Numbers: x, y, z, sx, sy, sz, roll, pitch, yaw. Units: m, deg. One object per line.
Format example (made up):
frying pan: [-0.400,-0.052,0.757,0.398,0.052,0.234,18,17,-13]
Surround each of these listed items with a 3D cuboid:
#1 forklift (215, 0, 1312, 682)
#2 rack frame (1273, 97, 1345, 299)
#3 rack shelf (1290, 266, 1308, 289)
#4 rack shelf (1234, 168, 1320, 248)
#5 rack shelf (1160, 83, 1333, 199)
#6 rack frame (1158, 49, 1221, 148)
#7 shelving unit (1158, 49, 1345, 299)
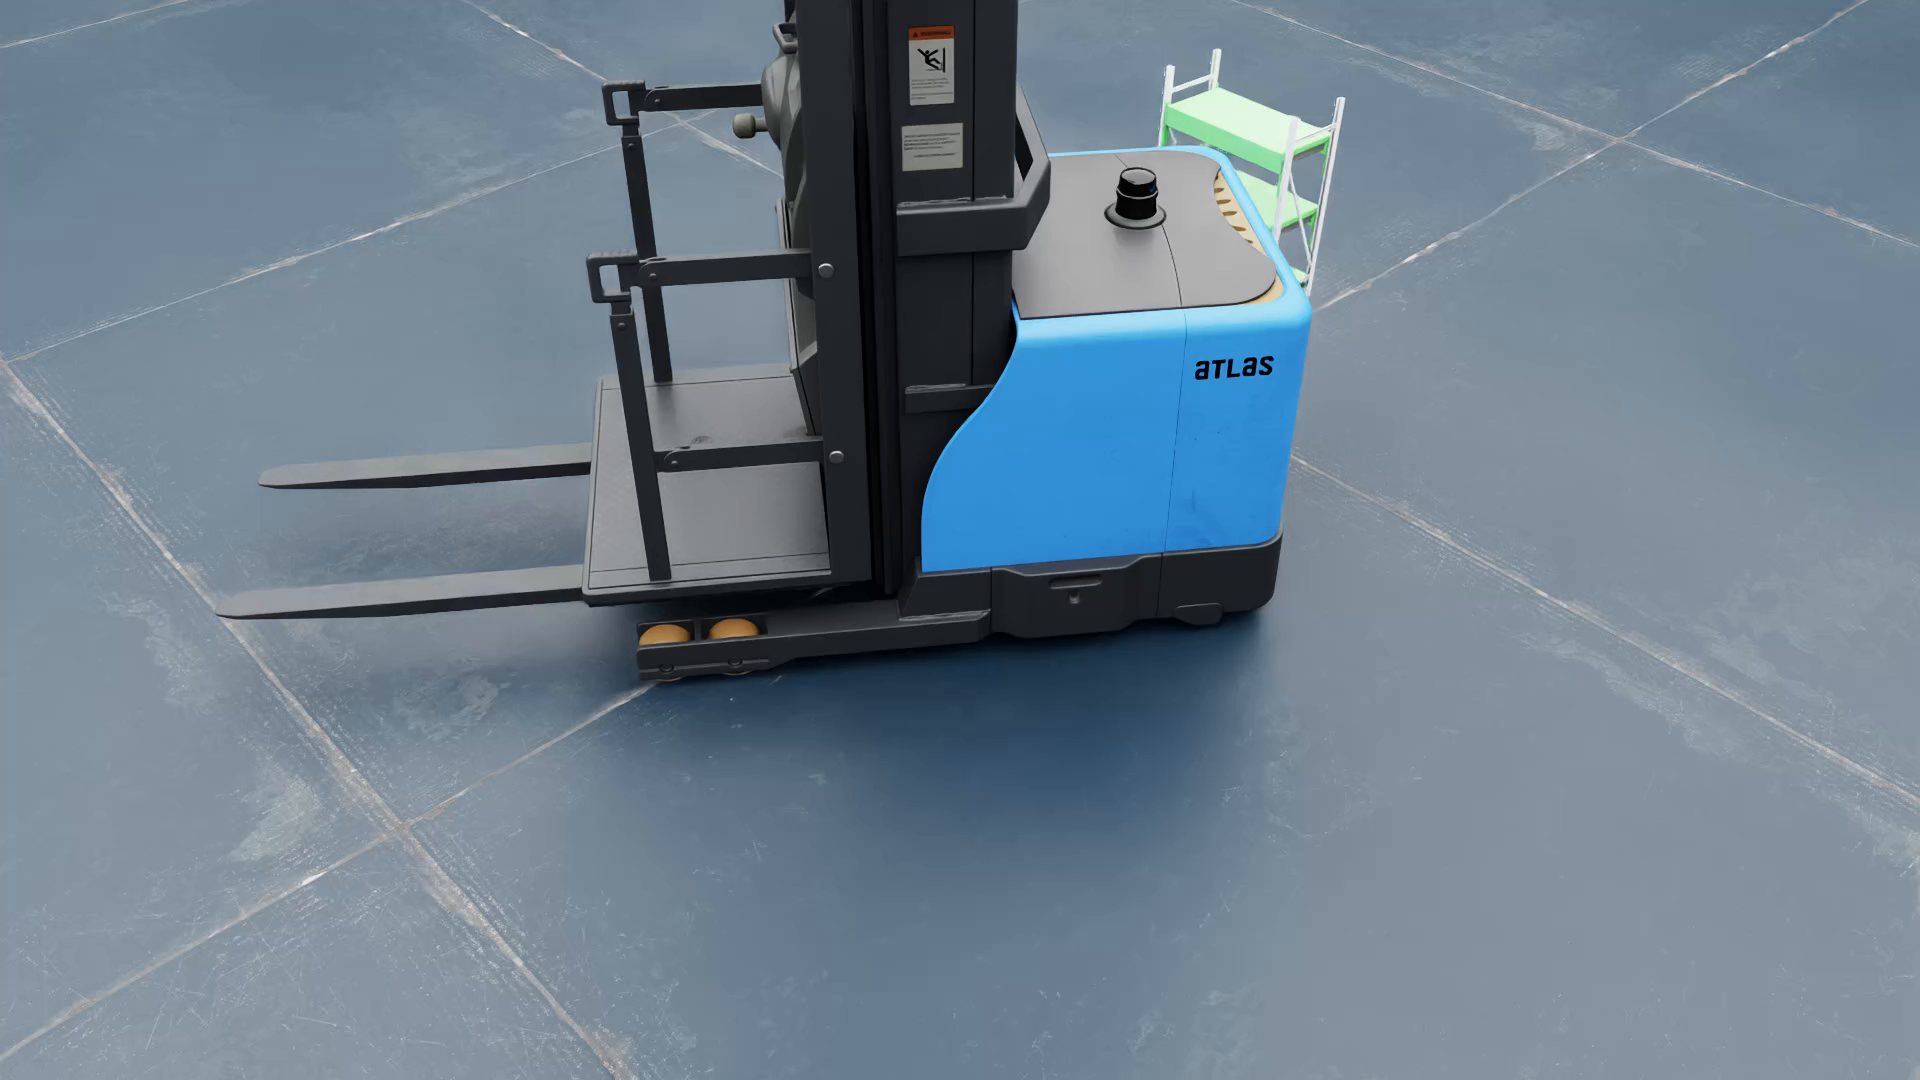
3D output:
forklift: [-0.621,-1.090,4.266,3.031,2.935,1.130,-5,39,-6]
rack frame: [1.040,-0.801,5.279,0.240,1.200,0.015,-28,46,-33]
rack shelf: [0.875,-0.864,5.458,0.258,0.148,0.480,-28,46,-33]
rack shelf: [0.882,-1.055,5.313,0.258,0.148,0.480,-28,46,-33]
rack shelf: [0.890,-1.246,5.167,0.258,0.148,0.480,-28,46,-33]
rack frame: [0.713,-1.029,5.560,0.240,1.200,0.015,-28,46,-33]
shelving unit: [0.877,-0.915,5.419,0.258,1.200,0.503,-28,46,-33]
